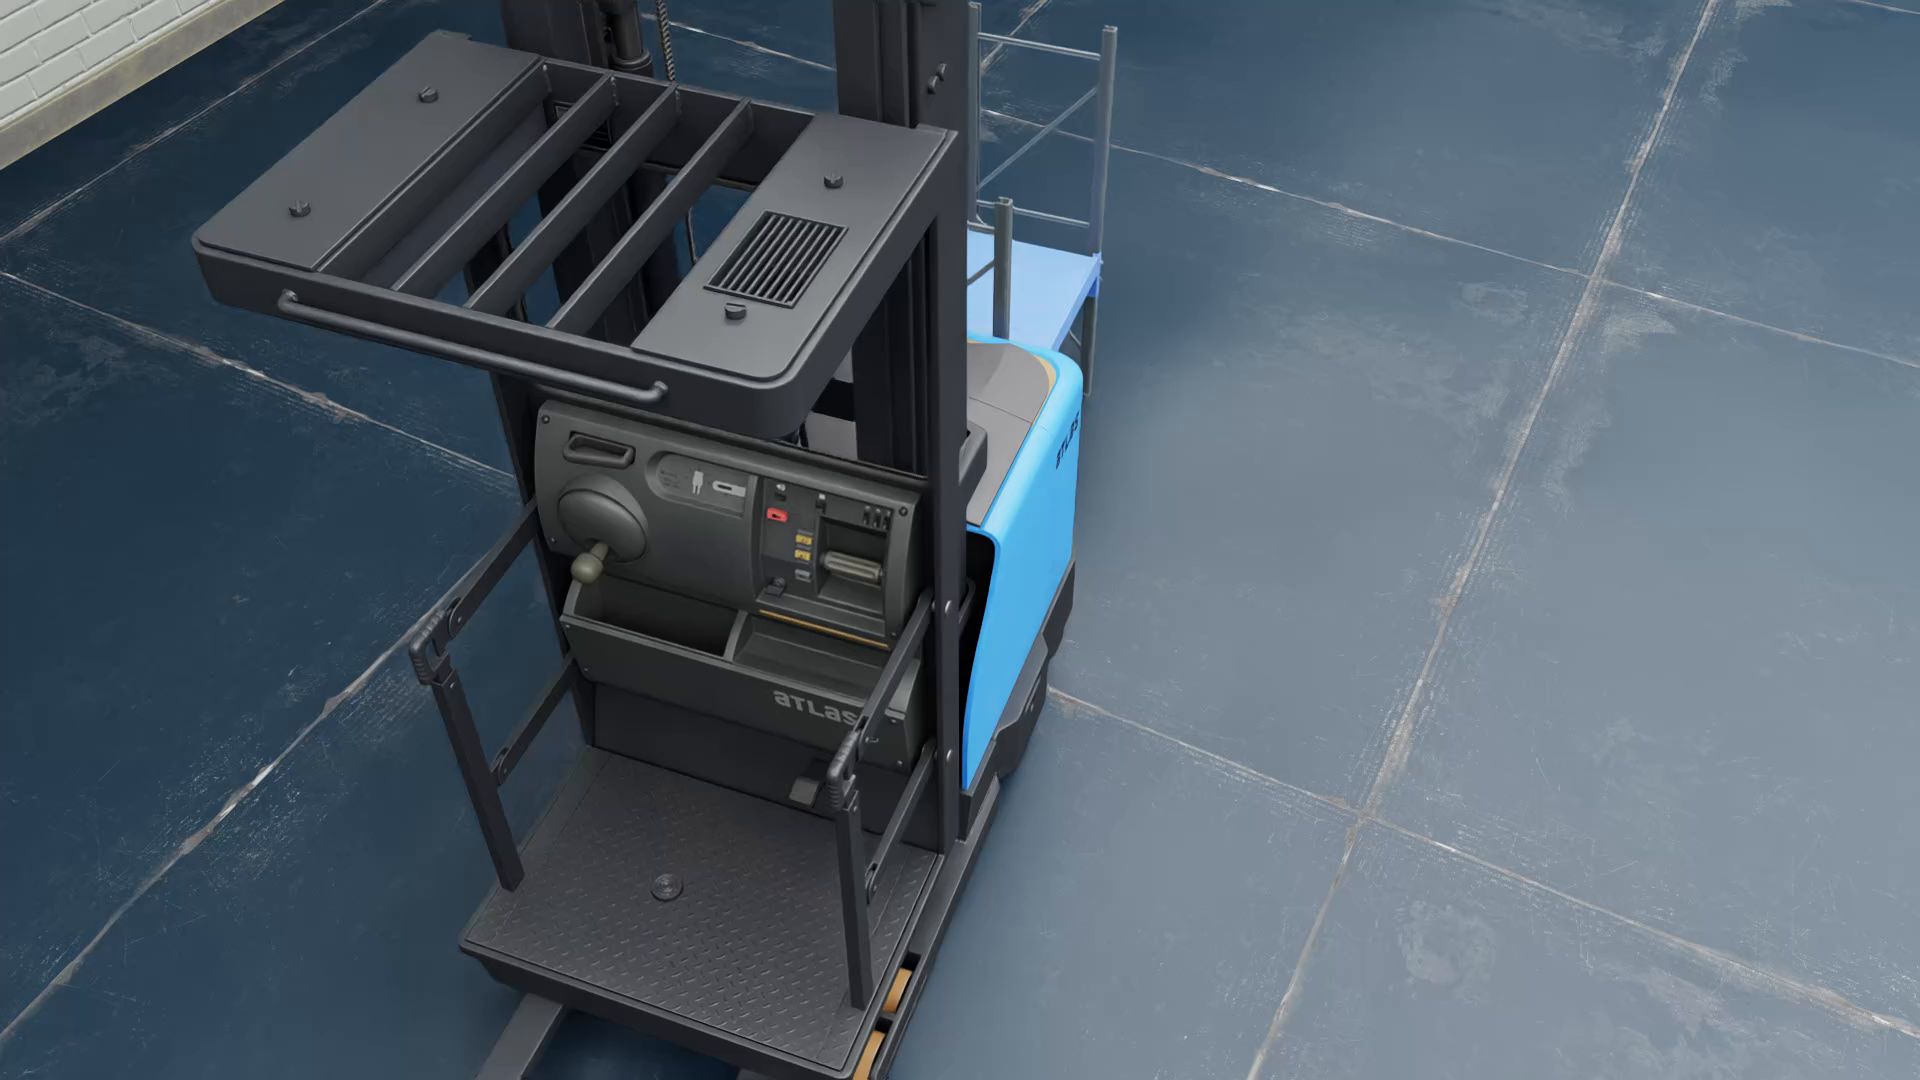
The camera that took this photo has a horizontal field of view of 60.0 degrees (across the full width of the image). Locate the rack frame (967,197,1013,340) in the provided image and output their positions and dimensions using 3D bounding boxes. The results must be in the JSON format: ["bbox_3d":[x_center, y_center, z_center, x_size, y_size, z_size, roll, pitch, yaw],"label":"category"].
[{"bbox_3d":[-0.094,-0.458,5.148,0.500,1.500,0.032,15,47,14],"label":"rack frame"}]

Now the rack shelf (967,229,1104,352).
[{"bbox_3d":[0.081,-0.671,5.612,0.538,0.185,1.000,15,47,14],"label":"rack shelf"}]

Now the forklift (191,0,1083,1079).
[{"bbox_3d":[-0.616,0.063,3.627,1.130,2.935,3.031,15,47,14],"label":"forklift"}]

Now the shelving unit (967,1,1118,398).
[{"bbox_3d":[0.081,-0.798,5.484,0.538,1.500,1.048,15,47,14],"label":"shelving unit"}]

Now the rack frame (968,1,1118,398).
[{"bbox_3d":[0.257,-1.137,5.819,0.500,1.500,0.032,15,47,14],"label":"rack frame"}]
